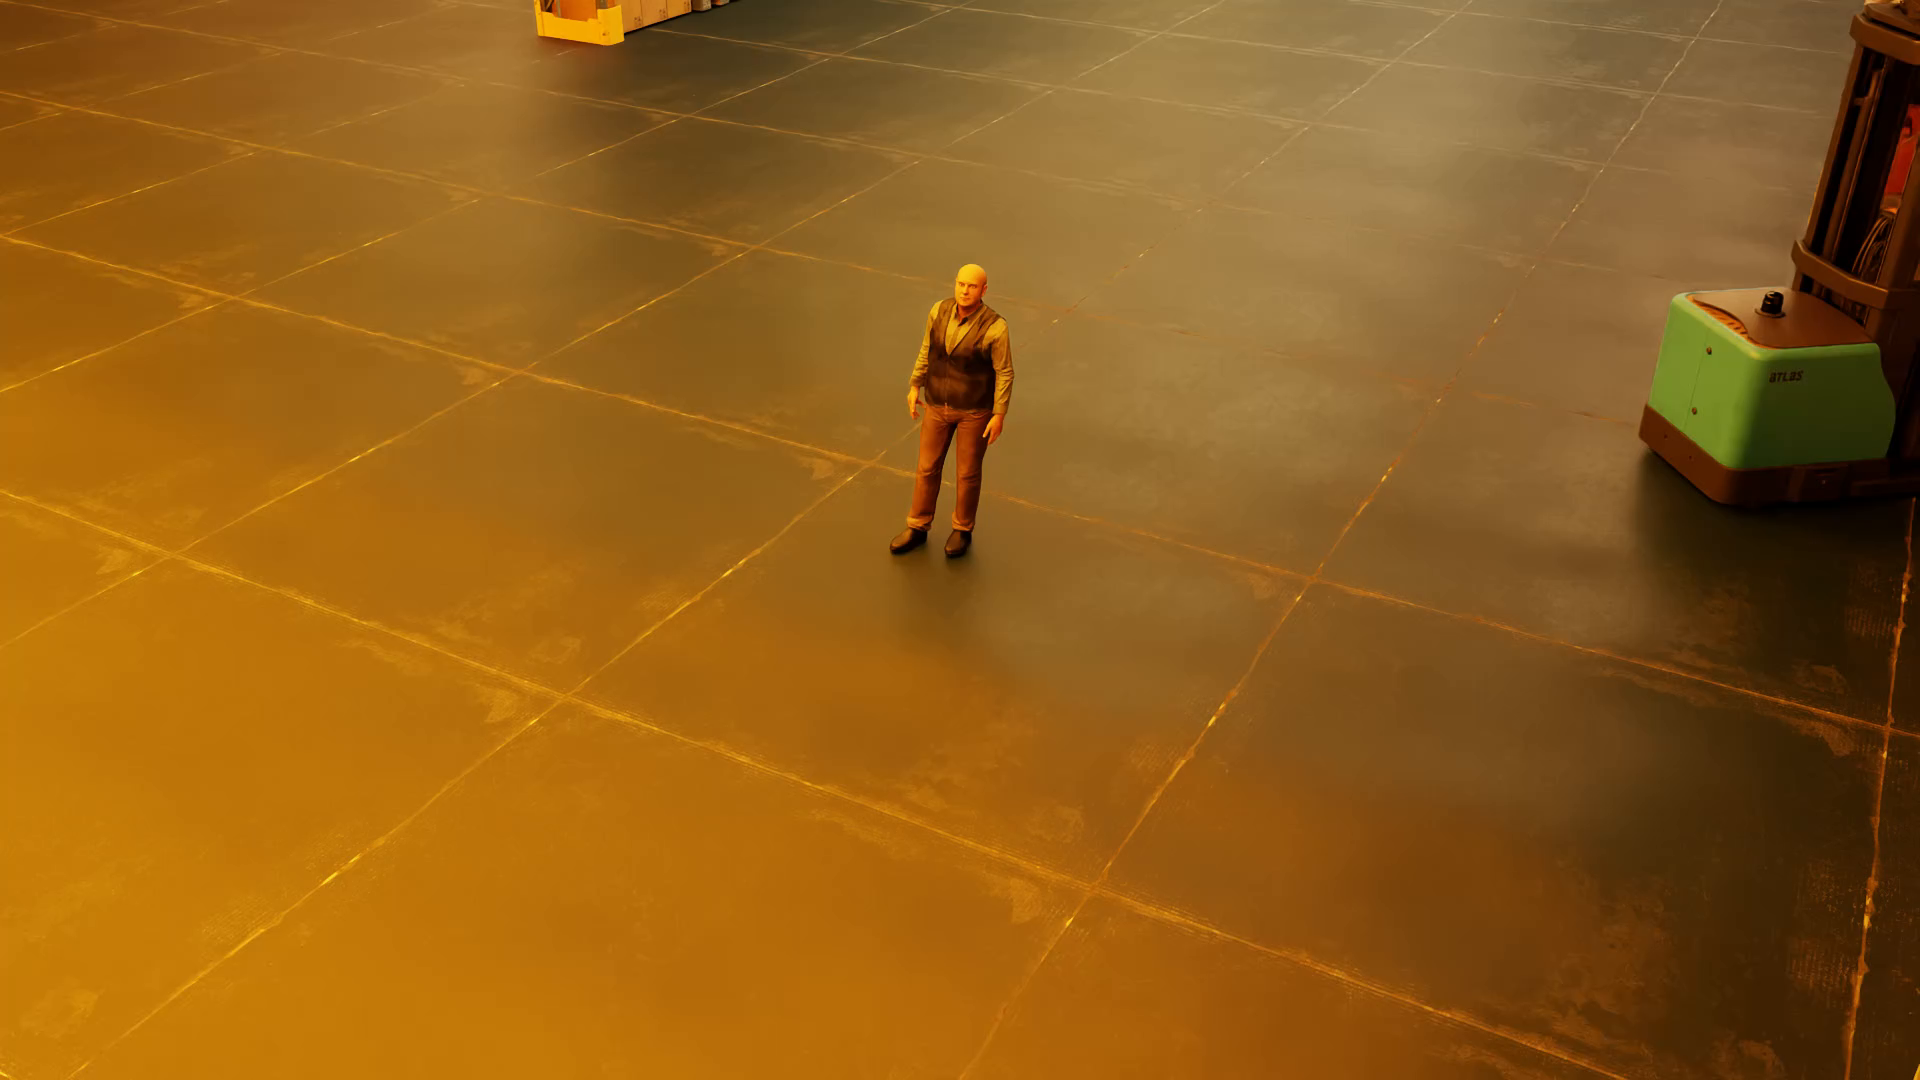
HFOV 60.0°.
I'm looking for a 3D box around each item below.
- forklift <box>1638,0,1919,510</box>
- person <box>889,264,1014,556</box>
[{"bbox_3d":[6.074,-1.796,10.182,3.031,2.935,1.130,-5,30,-8],"label":"forklift"},{"bbox_3d":[-0.037,-0.727,9.526,0.632,1.720,0.568,15,33,25],"label":"person"}]
